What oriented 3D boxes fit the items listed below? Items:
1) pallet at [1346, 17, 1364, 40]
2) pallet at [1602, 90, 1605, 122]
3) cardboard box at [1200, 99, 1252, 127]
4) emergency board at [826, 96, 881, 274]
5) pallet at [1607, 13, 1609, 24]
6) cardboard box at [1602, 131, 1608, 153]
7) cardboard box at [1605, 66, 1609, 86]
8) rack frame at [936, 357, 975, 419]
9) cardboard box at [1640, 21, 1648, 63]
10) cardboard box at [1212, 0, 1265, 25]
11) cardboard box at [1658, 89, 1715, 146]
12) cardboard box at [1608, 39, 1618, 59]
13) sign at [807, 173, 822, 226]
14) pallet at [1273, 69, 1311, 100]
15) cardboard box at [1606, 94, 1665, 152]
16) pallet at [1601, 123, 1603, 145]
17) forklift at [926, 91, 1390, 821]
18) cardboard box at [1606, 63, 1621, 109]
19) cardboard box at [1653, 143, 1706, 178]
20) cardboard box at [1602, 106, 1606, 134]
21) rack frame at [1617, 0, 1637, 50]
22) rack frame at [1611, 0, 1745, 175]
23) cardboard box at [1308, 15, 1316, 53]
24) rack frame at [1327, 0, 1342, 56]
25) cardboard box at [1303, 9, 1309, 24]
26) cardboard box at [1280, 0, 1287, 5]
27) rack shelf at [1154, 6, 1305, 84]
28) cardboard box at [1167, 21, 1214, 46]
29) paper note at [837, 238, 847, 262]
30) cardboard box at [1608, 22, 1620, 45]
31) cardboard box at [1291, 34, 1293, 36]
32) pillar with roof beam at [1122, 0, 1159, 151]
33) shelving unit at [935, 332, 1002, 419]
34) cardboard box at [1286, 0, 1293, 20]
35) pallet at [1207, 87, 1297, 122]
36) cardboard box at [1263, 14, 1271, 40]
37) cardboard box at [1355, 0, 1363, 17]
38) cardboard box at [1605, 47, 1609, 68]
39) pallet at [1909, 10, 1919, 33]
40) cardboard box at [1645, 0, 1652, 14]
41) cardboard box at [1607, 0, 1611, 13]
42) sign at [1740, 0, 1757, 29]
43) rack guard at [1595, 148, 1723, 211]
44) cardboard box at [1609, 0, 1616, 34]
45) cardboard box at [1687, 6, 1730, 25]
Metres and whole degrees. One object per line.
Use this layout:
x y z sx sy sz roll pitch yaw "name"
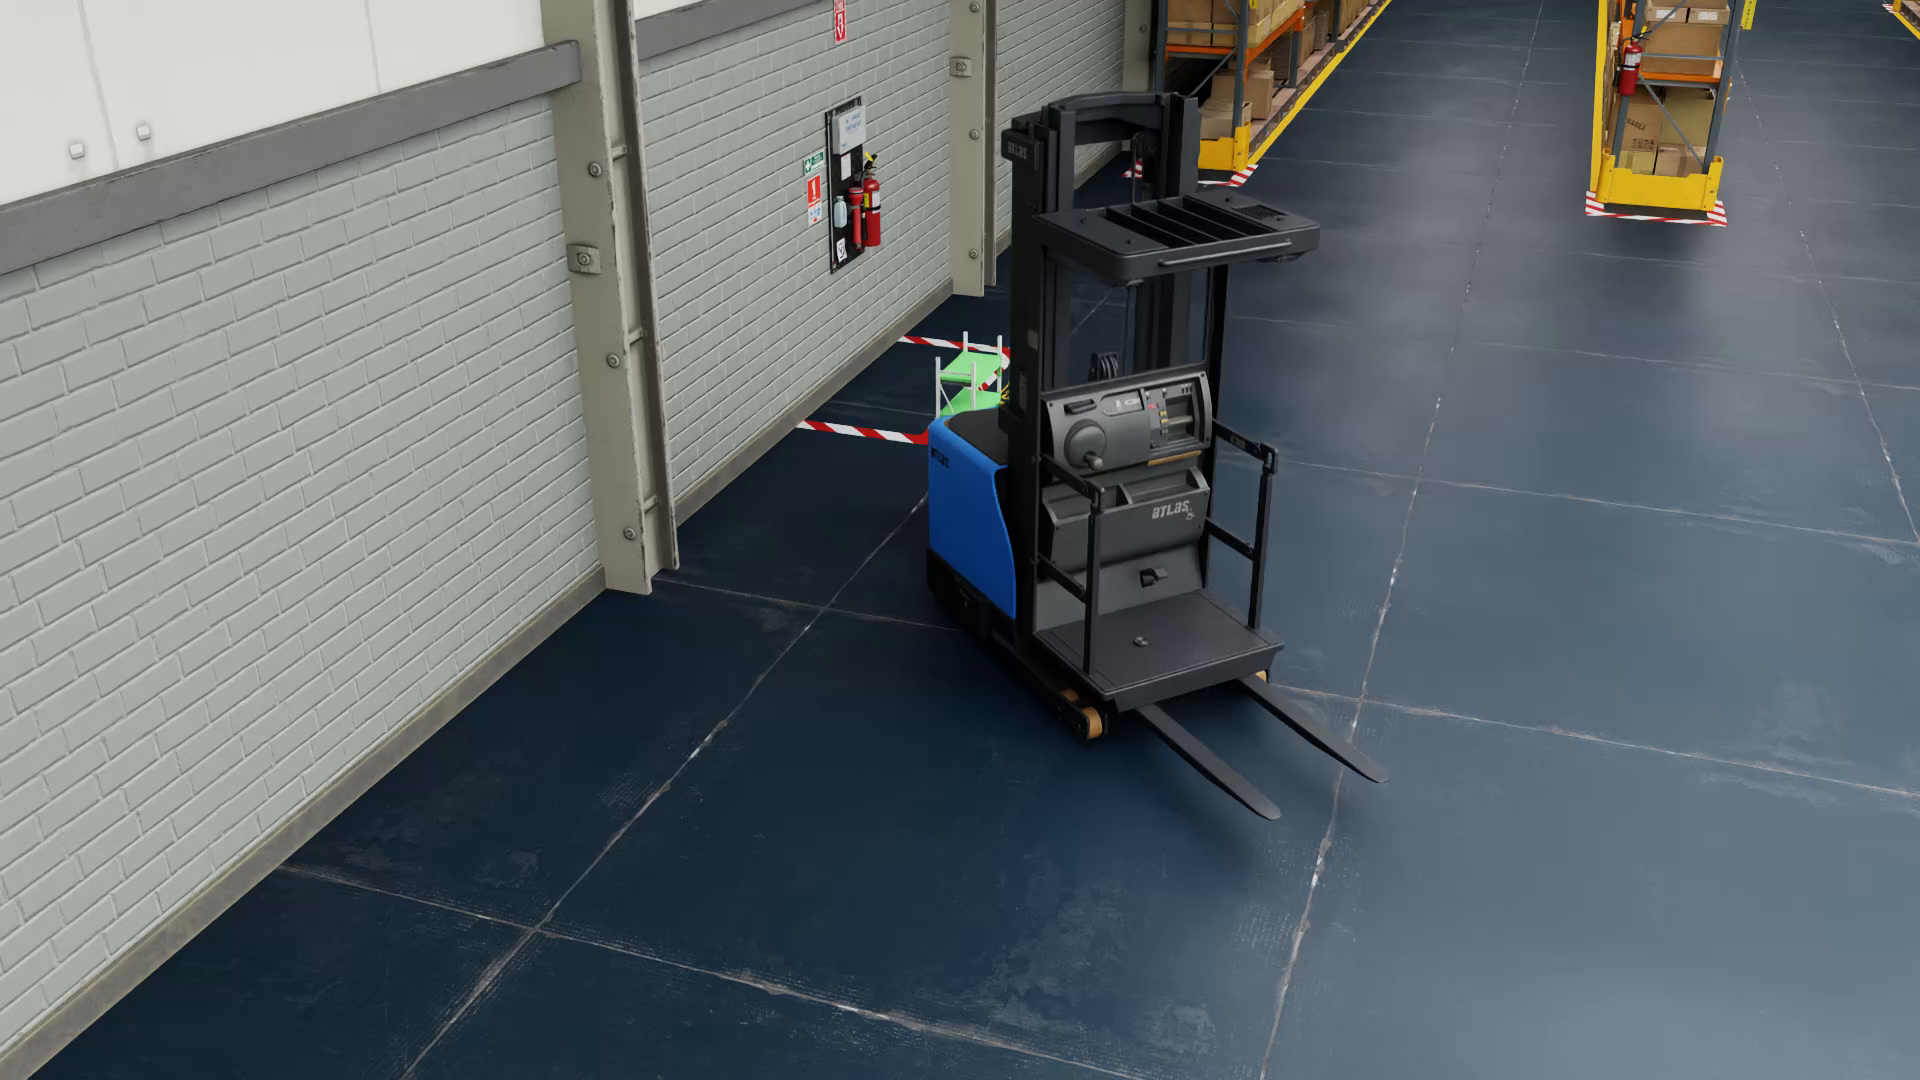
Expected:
6.097 -8.500 27.563 1.003 0.211 1.213 9 27 17 "pallet"
8.906 -5.635 21.646 1.003 0.211 1.213 9 27 17 "pallet"
3.198 -5.148 20.021 0.500 0.311 0.500 11 28 22 "cardboard box"
-0.744 -2.592 12.161 0.194 1.169 0.643 9 27 17 "emergency board"
11.589 -8.896 28.381 1.003 0.211 1.213 9 27 17 "pallet"
7.421 -4.360 18.485 0.500 0.250 0.500 9 27 17 "cardboard box"
8.902 -6.163 22.211 0.500 0.250 0.500 9 27 19 "cardboard box"
-0.026 -0.508 9.922 0.240 1.200 0.015 9 27 17 "rack frame"
7.704 -5.389 17.824 0.700 0.500 0.500 9 27 19 "cardboard box"
3.136 -6.086 18.667 0.500 0.500 0.500 9 27 18 "cardboard box"
7.919 -4.620 18.164 0.500 0.500 0.500 9 27 17 "cardboard box"
9.068 -6.619 22.508 0.500 0.311 0.500 8 27 17 "cardboard box"
-1.025 -2.396 11.715 0.001 0.329 0.234 9 27 17 "sign"
4.282 -6.363 23.150 1.003 0.211 1.213 9 27 17 "pallet"
7.264 -4.490 17.895 0.500 0.500 0.500 9 27 17 "cardboard box"
8.393 -5.006 20.346 1.003 0.211 1.213 9 27 17 "pallet"
0.941 -0.553 8.028 1.130 2.935 3.031 -13 29 -25 "forklift"
7.915 -5.314 19.597 0.500 0.500 0.500 9 27 17 "cardboard box"
7.754 -4.077 17.902 0.500 0.250 0.500 9 27 17 "cardboard box"
7.915 -4.977 19.760 0.500 0.250 0.500 9 27 17 "cardboard box"
8.697 -6.581 20.401 1.000 3.000 0.127 9 27 17 "rack frame"
7.366 -4.938 17.006 1.000 3.000 0.127 9 27 17 "rack frame"
4.884 -7.517 24.696 0.700 0.500 0.500 9 27 17 "cardboard box"
5.356 -8.942 25.277 1.000 3.000 0.127 9 27 17 "rack frame"
4.750 -7.612 24.032 0.500 0.250 0.500 9 27 17 "cardboard box"
3.648 -6.713 19.961 0.500 0.500 0.500 10 27 19 "cardboard box"
3.359 -6.153 20.341 1.077 0.370 4.000 9 27 17 "rack shelf"
2.666 -5.816 18.970 0.500 0.250 0.500 9 27 18 "cardboard box"
-0.868 -2.133 12.224 0.016 0.148 0.142 9 27 17 "paper note"
9.577 -7.256 23.825 0.500 0.311 0.500 10 27 19 "cardboard box"
4.379 -6.896 23.414 0.700 0.500 0.500 8 27 16 "cardboard box"
6.170 -8.143 16.743 9.100 9.000 0.400 9 27 17 "pillar with roof beam"
0.055 -0.608 10.129 0.258 1.200 0.503 9 27 17 "shelving unit"
3.826 -6.589 20.565 0.500 0.250 0.500 9 27 17 "cardboard box"
3.835 -5.762 21.909 1.003 0.211 1.213 9 27 17 "pallet"
3.315 -5.966 19.279 0.500 0.250 0.500 8 27 16 "cardboard box"
6.300 -9.156 27.703 0.750 0.750 0.750 10 27 19 "cardboard box"
9.411 -6.797 23.520 0.500 0.250 0.500 8 27 16 "cardboard box"
16.642 -8.705 27.987 1.003 0.211 1.213 9 27 17 "pallet"
7.399 -5.567 17.447 0.380 0.149 0.250 9 27 19 "cardboard box"
11.282 -9.217 28.208 0.500 0.500 0.500 9 27 17 "cardboard box"
7.888 -5.280 16.629 0.100 0.325 0.005 9 27 17 "sign"
7.358 -3.803 17.530 1.175 0.500 0.348 9 27 17 "rack guard"
10.460 -8.146 25.995 0.500 0.500 0.500 8 27 15 "cardboard box"
7.700 -5.405 17.111 0.380 0.149 0.250 9 27 17 "cardboard box"
